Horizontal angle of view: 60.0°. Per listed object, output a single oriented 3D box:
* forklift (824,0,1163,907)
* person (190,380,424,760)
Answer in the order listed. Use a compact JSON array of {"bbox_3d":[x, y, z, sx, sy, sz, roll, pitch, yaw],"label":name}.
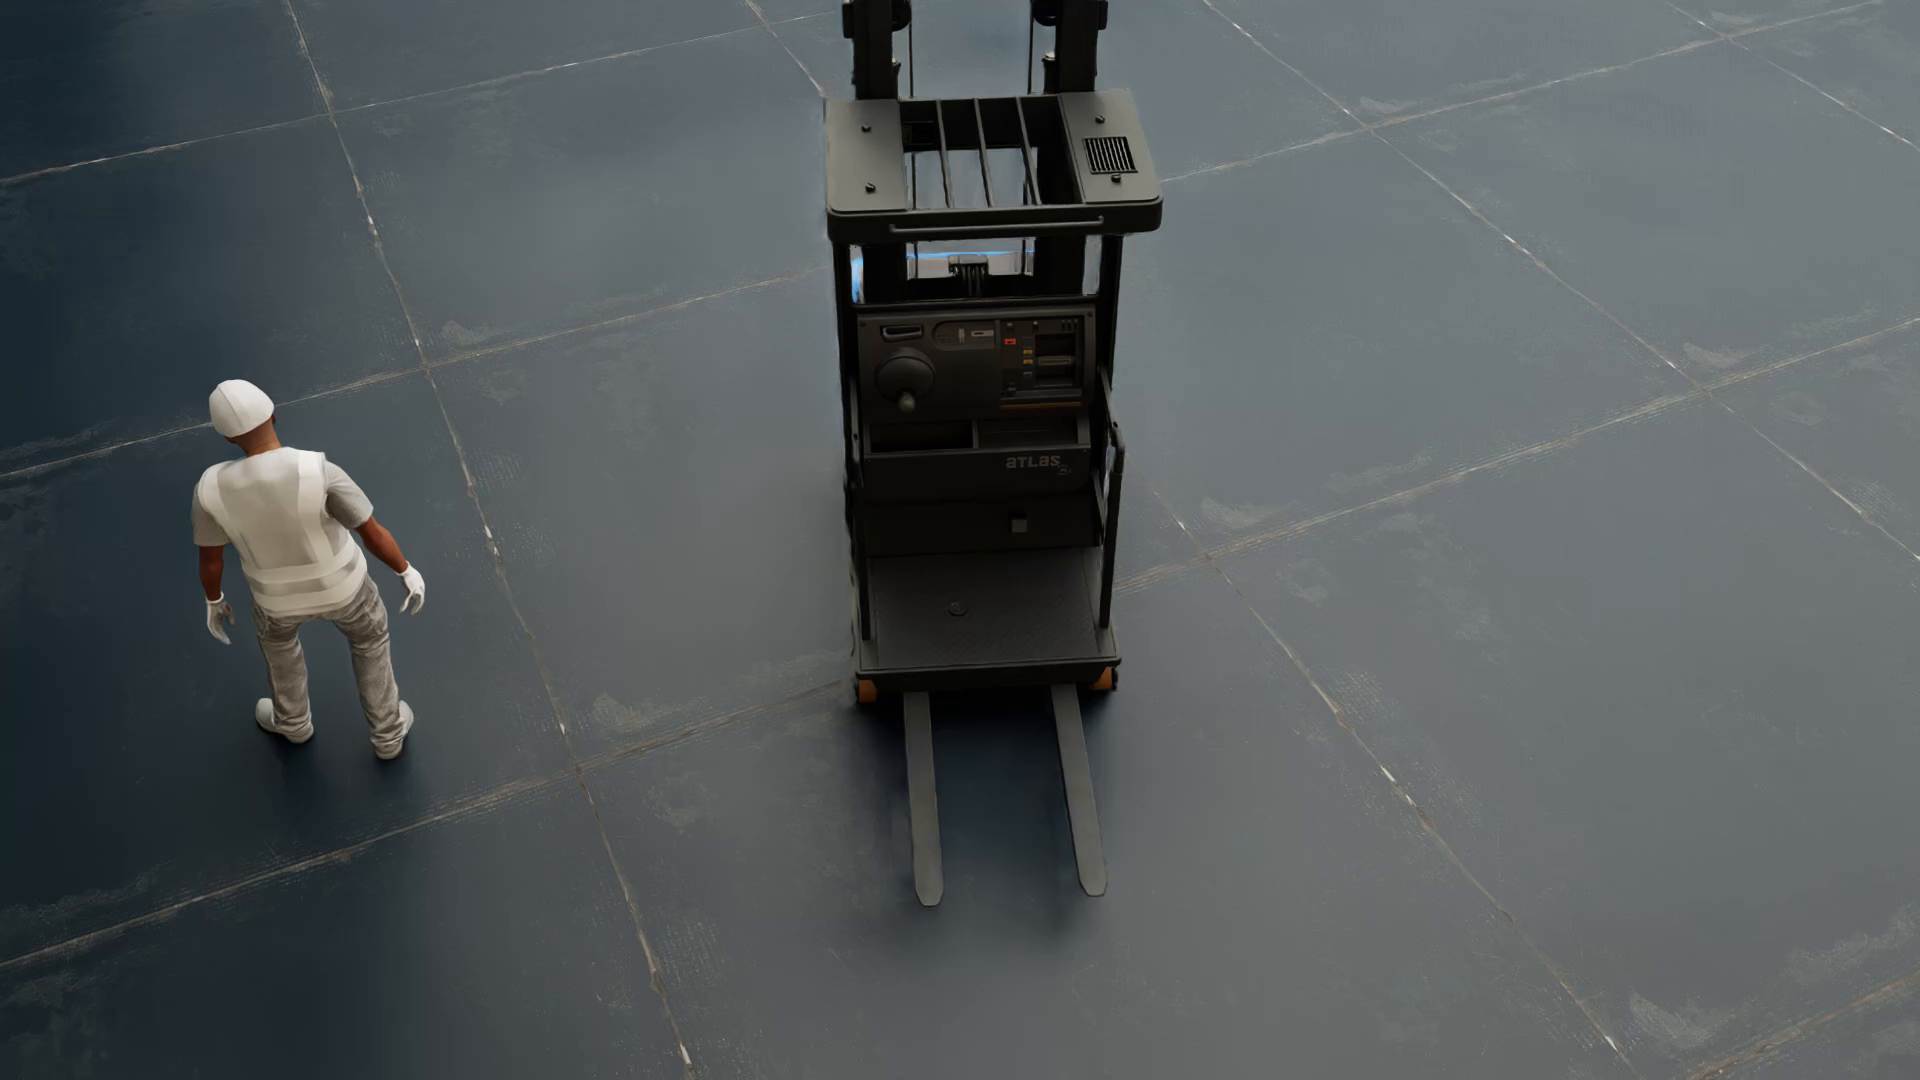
[{"bbox_3d":[0.085,-0.618,6.342,1.130,2.935,3.031,-3,43,-3],"label":"forklift"},{"bbox_3d":[-2.515,0.137,6.415,0.881,1.743,0.453,-6,43,-6],"label":"person"}]
